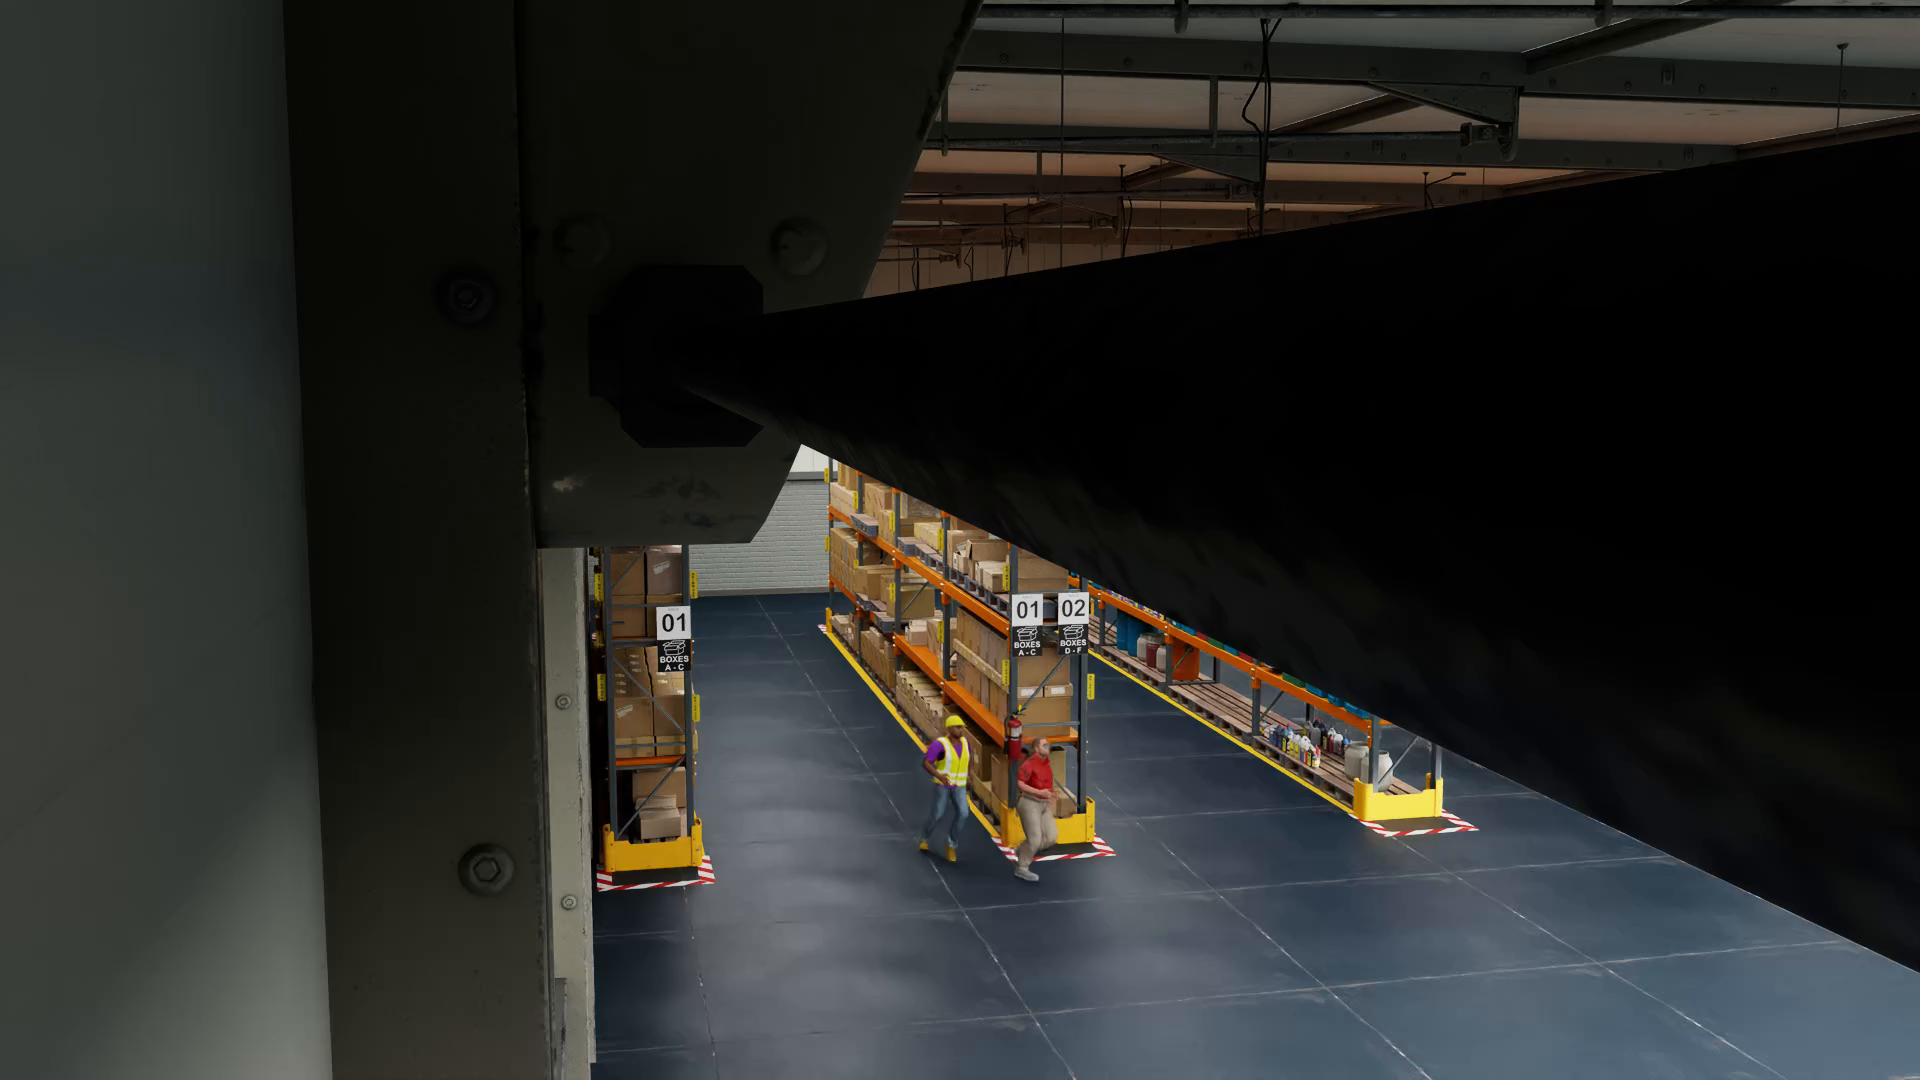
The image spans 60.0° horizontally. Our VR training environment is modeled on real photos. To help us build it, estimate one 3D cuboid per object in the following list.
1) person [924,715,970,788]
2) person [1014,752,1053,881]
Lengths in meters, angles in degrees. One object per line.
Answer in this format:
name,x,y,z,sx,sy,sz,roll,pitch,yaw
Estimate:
person,-0.124,2.609,20.532,0.710,0.913,0.421,-4,8,-27
person,0.884,3.254,19.786,0.431,1.483,0.654,5,8,34
